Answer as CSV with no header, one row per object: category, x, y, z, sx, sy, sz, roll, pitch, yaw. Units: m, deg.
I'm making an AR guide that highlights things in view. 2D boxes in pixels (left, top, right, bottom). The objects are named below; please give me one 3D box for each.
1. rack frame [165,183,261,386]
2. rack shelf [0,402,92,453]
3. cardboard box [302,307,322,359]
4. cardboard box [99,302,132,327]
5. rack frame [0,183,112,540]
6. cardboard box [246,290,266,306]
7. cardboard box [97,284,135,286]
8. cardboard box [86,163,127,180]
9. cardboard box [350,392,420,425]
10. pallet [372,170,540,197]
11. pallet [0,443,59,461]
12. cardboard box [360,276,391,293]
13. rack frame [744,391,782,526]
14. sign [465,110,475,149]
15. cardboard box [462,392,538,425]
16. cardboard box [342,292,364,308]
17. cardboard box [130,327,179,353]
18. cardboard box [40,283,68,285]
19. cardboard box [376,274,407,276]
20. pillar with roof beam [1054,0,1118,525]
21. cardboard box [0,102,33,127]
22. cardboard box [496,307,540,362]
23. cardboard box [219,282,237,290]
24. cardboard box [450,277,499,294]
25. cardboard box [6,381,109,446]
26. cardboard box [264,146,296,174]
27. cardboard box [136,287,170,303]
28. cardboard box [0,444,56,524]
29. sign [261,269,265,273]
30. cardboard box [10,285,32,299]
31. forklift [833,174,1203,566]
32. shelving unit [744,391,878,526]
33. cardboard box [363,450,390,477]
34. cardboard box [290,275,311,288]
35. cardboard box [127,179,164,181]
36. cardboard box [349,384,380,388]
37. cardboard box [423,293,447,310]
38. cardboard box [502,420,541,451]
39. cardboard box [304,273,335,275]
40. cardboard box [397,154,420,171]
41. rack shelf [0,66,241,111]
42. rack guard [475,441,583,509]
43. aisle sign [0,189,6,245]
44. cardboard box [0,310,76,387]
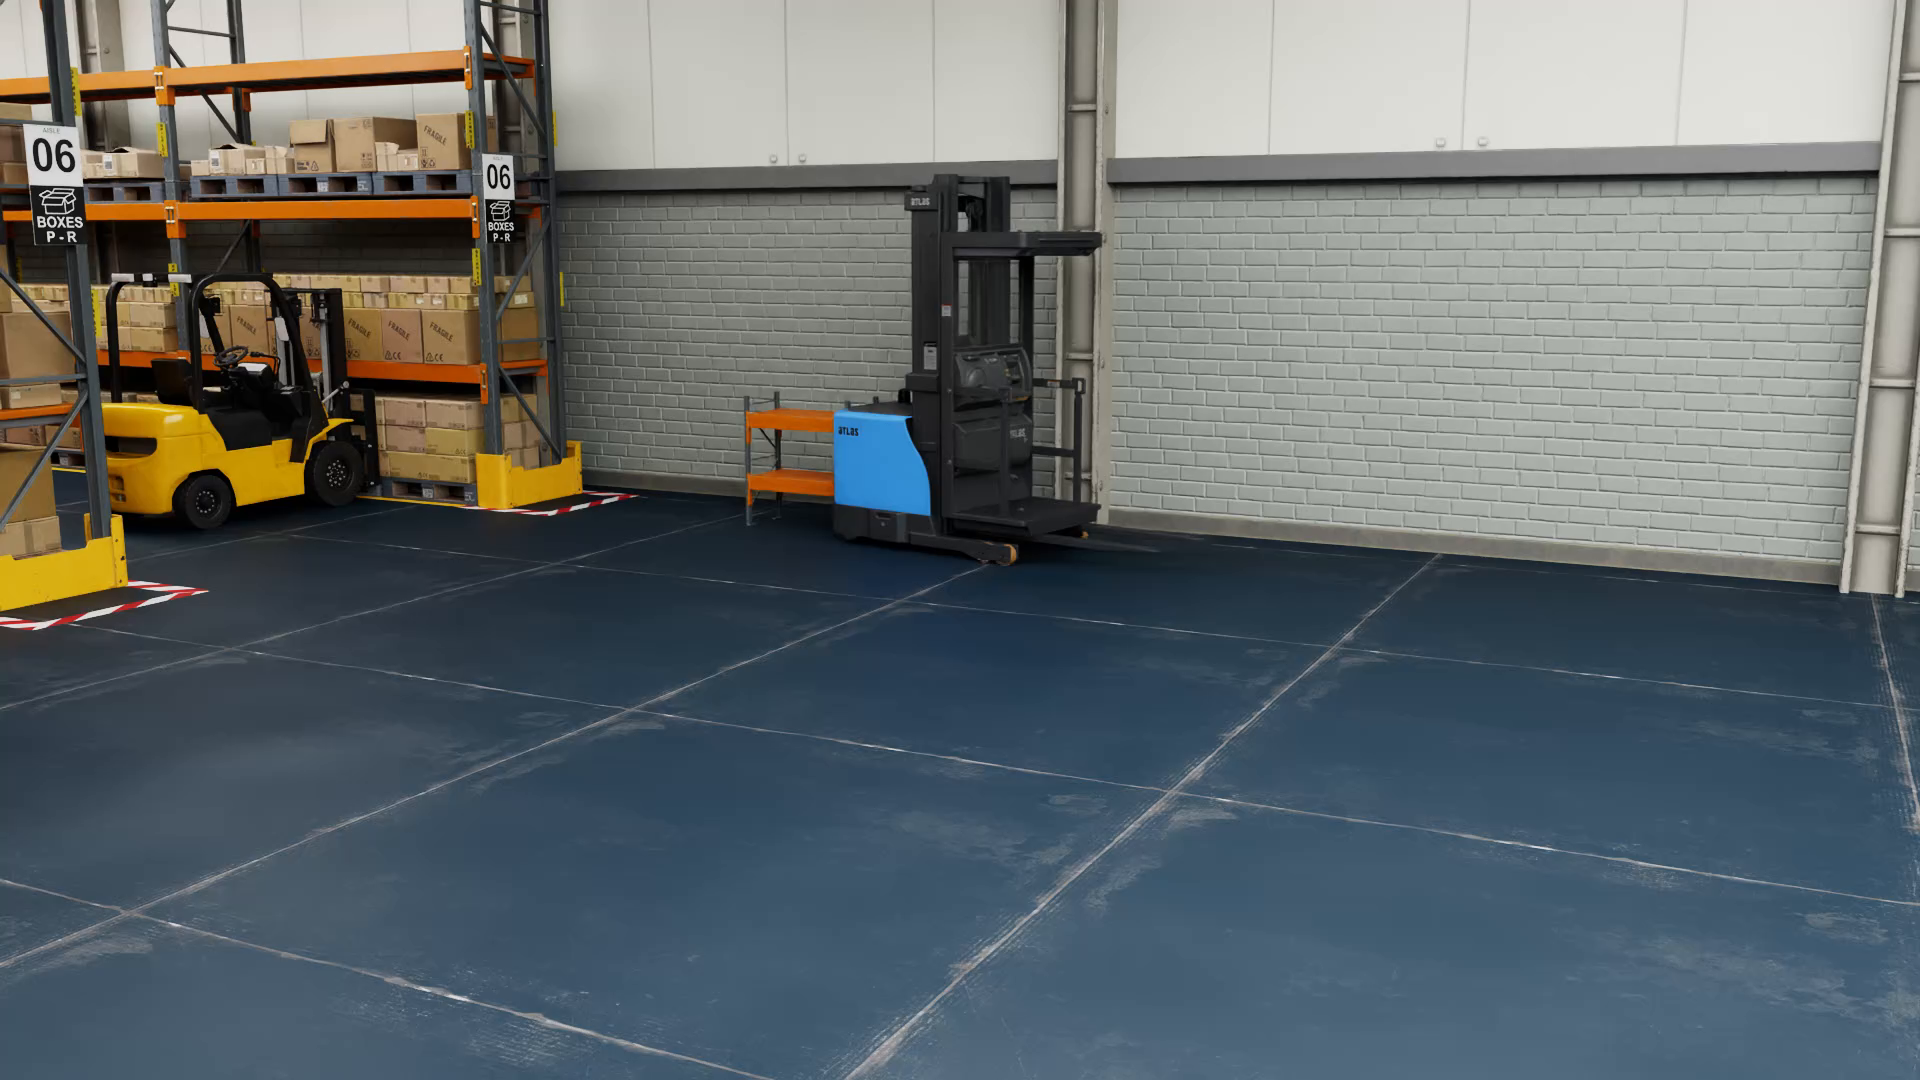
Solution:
rack frame,-7.692,-2.178,17.344,0.127,3.000,1.000,5,11,26
rack shelf,-8.091,-0.874,12.155,4.000,0.370,1.077,5,11,26
cardboard box,-6.039,-2.030,16.242,0.500,0.500,0.500,5,11,26
cardboard box,-8.710,-2.388,17.519,0.500,0.250,0.500,5,11,24
rack frame,-6.297,-1.070,11.220,0.127,3.000,1.000,5,11,26
cardboard box,-6.855,-2.412,16.533,0.250,0.149,0.380,5,12,27
cardboard box,-9.259,-2.736,18.325,0.250,0.149,0.380,5,11,26
cardboard box,-8.812,-3.825,17.264,0.250,0.149,0.380,5,11,26
cardboard box,-5.573,-1.273,16.074,0.500,0.250,0.500,5,11,27
pallet,-4.727,-3.356,15.674,1.213,0.211,1.003,5,11,26
pallet,-10.558,-1.050,18.941,1.213,0.211,1.003,5,11,26
cardboard box,-5.474,-2.438,15.839,0.250,0.149,0.380,5,12,27
rack frame,-1.722,-0.719,14.545,0.032,1.125,0.500,5,12,28
sign,-4.357,-3.650,14.791,0.005,0.325,0.100,5,11,26
cardboard box,-4.452,-1.277,16.097,0.500,0.250,0.500,5,11,25
cardboard box,-5.701,-2.311,15.976,0.250,0.149,0.380,5,11,26
cardboard box,-8.259,-2.103,17.346,0.500,0.250,0.500,5,12,27
cardboard box,-10.157,-2.828,18.829,0.250,0.149,0.380,5,11,25
cardboard box,-5.686,-2.565,16.543,0.250,0.149,0.380,5,11,26
pillar with roof beam,-0.854,-3.854,9.755,0.400,9.000,9.100,5,11,26
cardboard box,-6.526,-2.876,11.239,0.250,0.149,0.380,5,11,25
cardboard box,-4.426,-1.996,16.054,0.500,0.500,0.500,5,12,28
cardboard box,-7.255,-2.617,16.832,0.250,0.149,0.380,5,11,27
cardboard box,-4.519,-2.373,15.479,0.250,0.149,0.380,5,11,26
cardboard box,-10.136,-1.430,18.698,0.625,0.625,0.875,5,12,28
cardboard box,-6.495,-3.679,16.128,0.258,0.266,0.396,5,11,24
cardboard box,-8.336,-2.556,17.326,0.250,0.149,0.380,5,11,25
cardboard box,-6.920,-0.402,11.966,0.500,0.500,0.500,5,11,24
sign,-7.447,-2.732,17.750,0.005,0.325,0.100,5,11,26
cardboard box,-10.163,-2.719,18.230,0.250,0.149,0.380,5,11,26
forklift,0.430,-1.350,12.959,3.031,2.935,1.130,8,13,37
shelving unit,-1.274,-0.676,14.309,1.048,1.125,0.538,5,12,28
cardboard box,-5.552,-0.785,16.186,0.500,0.250,0.500,5,11,26
cardboard box,-6.347,-2.532,16.359,0.250,0.149,0.380,5,11,26
cardboard box,-8.644,-3.885,17.599,0.250,0.149,0.380,5,11,26
cardboard box,-6.256,-1.437,16.979,0.500,0.250,0.500,5,11,26
cardboard box,-4.782,-2.230,15.524,0.250,0.149,0.380,5,12,27
cardboard box,-4.434,-1.033,16.153,0.500,0.250,0.500,5,12,27
cardboard box,-6.570,-2.661,17.075,0.250,0.149,0.380,5,11,25
cardboard box,-4.982,-3.488,15.404,0.250,0.149,0.380,5,11,24
rack shelf,-9.485,-4.737,17.780,4.000,0.370,1.077,5,11,26
rack guard,-4.083,-0.631,15.814,0.348,0.500,1.175,5,11,26
aisle sign,-6.370,-2.298,10.706,0.004,0.787,0.394,5,11,26
cardboard box,-6.599,-1.347,11.636,0.500,0.500,0.500,5,11,25
